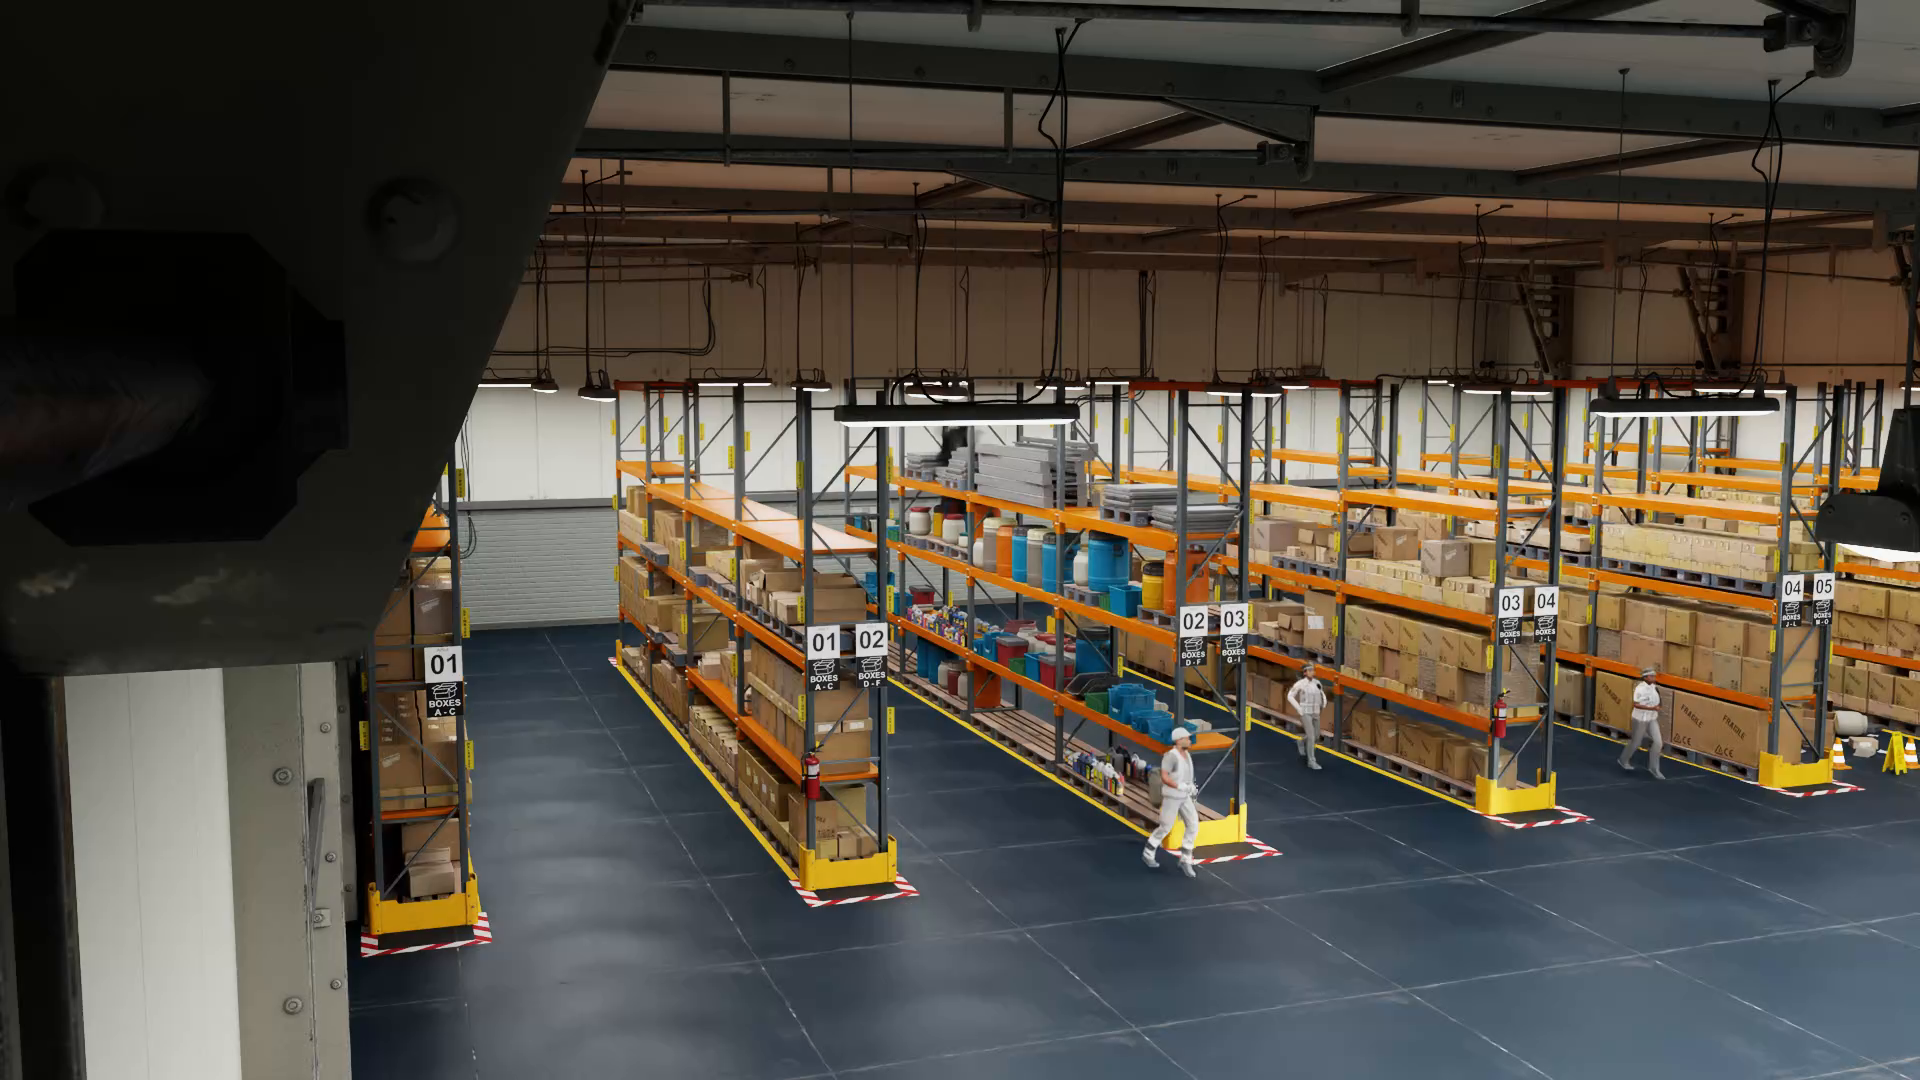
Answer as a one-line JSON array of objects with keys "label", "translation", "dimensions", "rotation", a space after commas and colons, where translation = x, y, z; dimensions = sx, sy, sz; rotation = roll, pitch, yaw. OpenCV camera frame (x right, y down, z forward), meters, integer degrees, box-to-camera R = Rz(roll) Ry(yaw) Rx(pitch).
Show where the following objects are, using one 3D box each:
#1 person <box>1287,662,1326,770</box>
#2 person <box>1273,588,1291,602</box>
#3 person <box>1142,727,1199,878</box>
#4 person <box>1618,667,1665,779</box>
[{"label": "person", "translation": [5.483, 2.733, 26.213], "dimensions": [0.626, 1.662, 0.785], "rotation": [-2, 6, -21]}, {"label": "person", "translation": [7.971, 1.122, 41.298], "dimensions": [0.547, 1.700, 0.732], "rotation": [4, 7, 35]}, {"label": "person", "translation": [2.728, 3.249, 20.815], "dimensions": [0.731, 1.820, 0.730], "rotation": [5, 8, 41]}, {"label": "person", "translation": [10.509, 2.796, 25.602], "dimensions": [0.559, 1.754, 0.768], "rotation": [-3, 7, -29]}]
